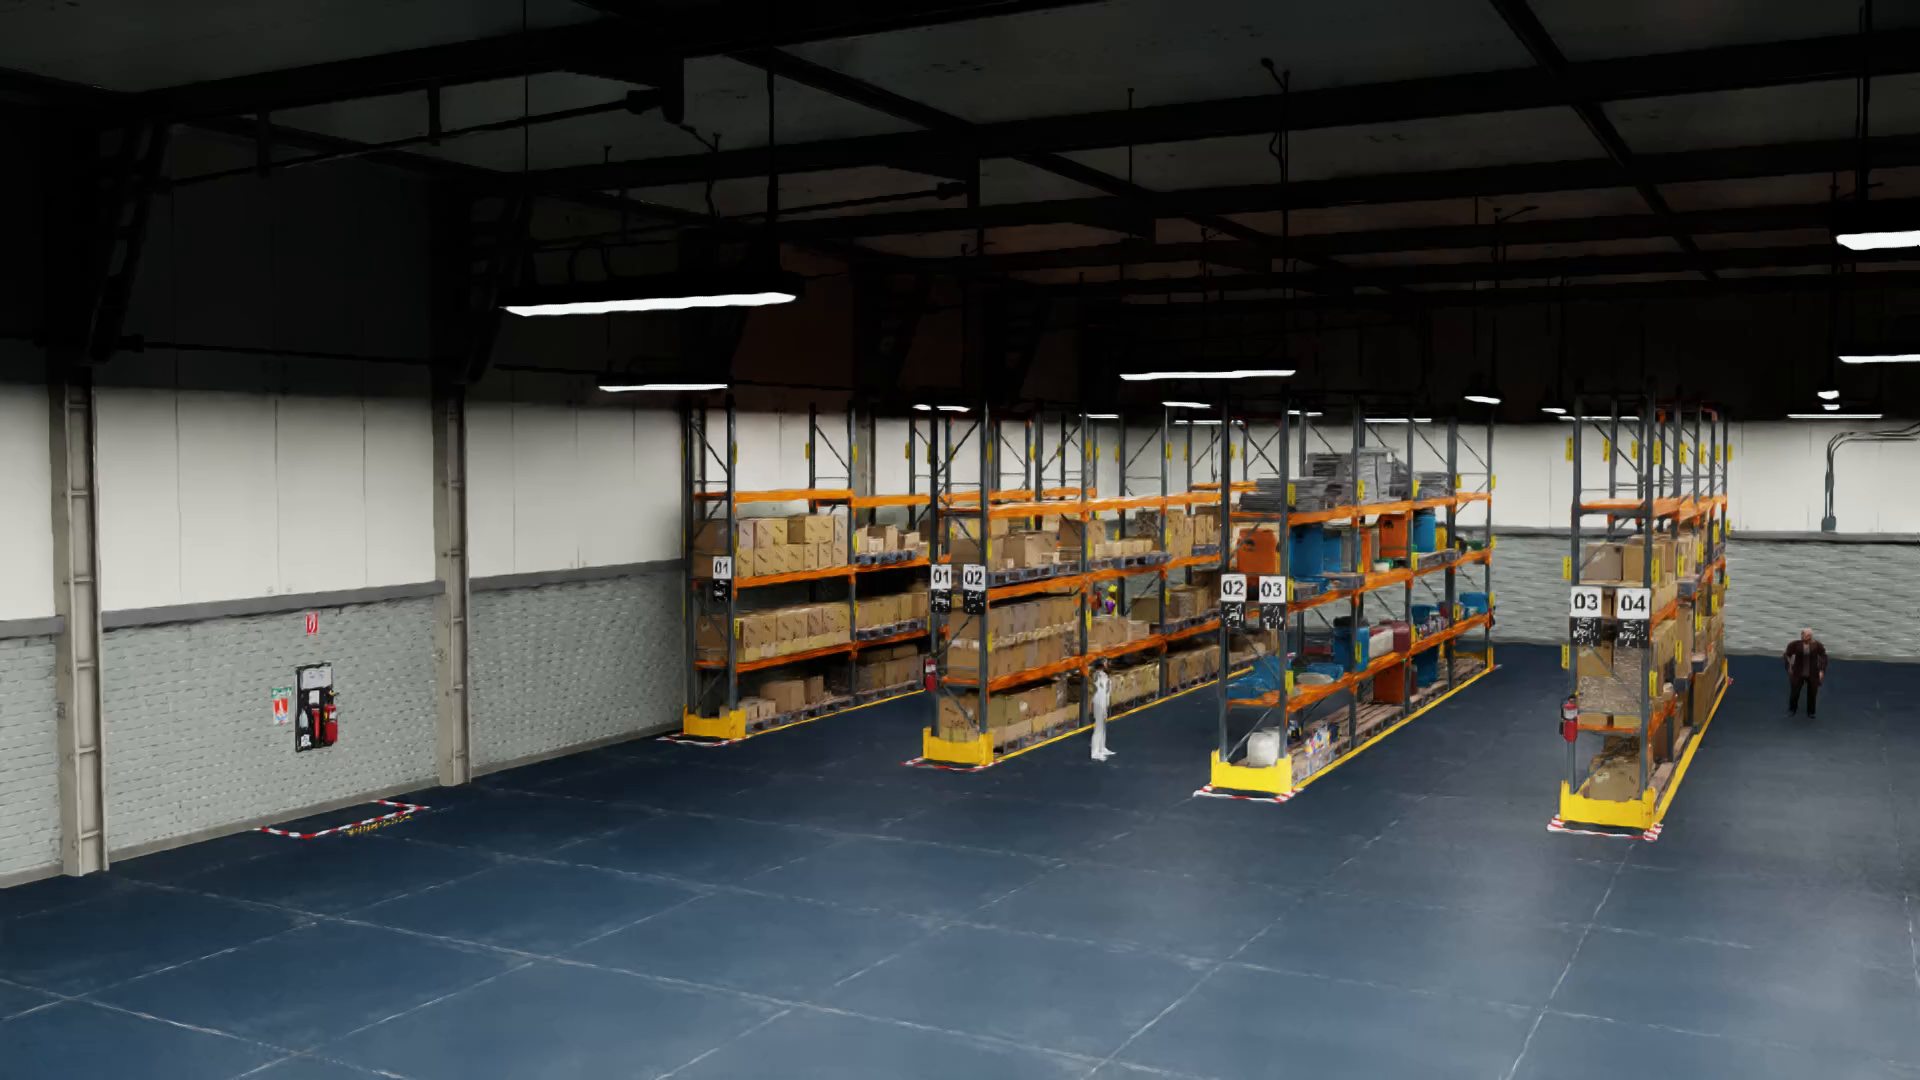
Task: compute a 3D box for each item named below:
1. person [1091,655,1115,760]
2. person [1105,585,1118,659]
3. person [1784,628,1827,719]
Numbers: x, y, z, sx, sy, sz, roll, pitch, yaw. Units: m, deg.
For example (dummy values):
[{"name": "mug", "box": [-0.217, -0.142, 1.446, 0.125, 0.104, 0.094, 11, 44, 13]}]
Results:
[{"name": "person", "box": [2.345, 2.721, 27.192, 0.415, 1.677, 0.534, 0, 3, 0]}, {"name": "person", "box": [3.727, 1.978, 40.335, 0.390, 1.766, 0.669, 1, 3, 16]}, {"name": "person", "box": [15.883, 2.522, 31.261, 0.729, 1.680, 0.538, 1, 3, 26]}]
